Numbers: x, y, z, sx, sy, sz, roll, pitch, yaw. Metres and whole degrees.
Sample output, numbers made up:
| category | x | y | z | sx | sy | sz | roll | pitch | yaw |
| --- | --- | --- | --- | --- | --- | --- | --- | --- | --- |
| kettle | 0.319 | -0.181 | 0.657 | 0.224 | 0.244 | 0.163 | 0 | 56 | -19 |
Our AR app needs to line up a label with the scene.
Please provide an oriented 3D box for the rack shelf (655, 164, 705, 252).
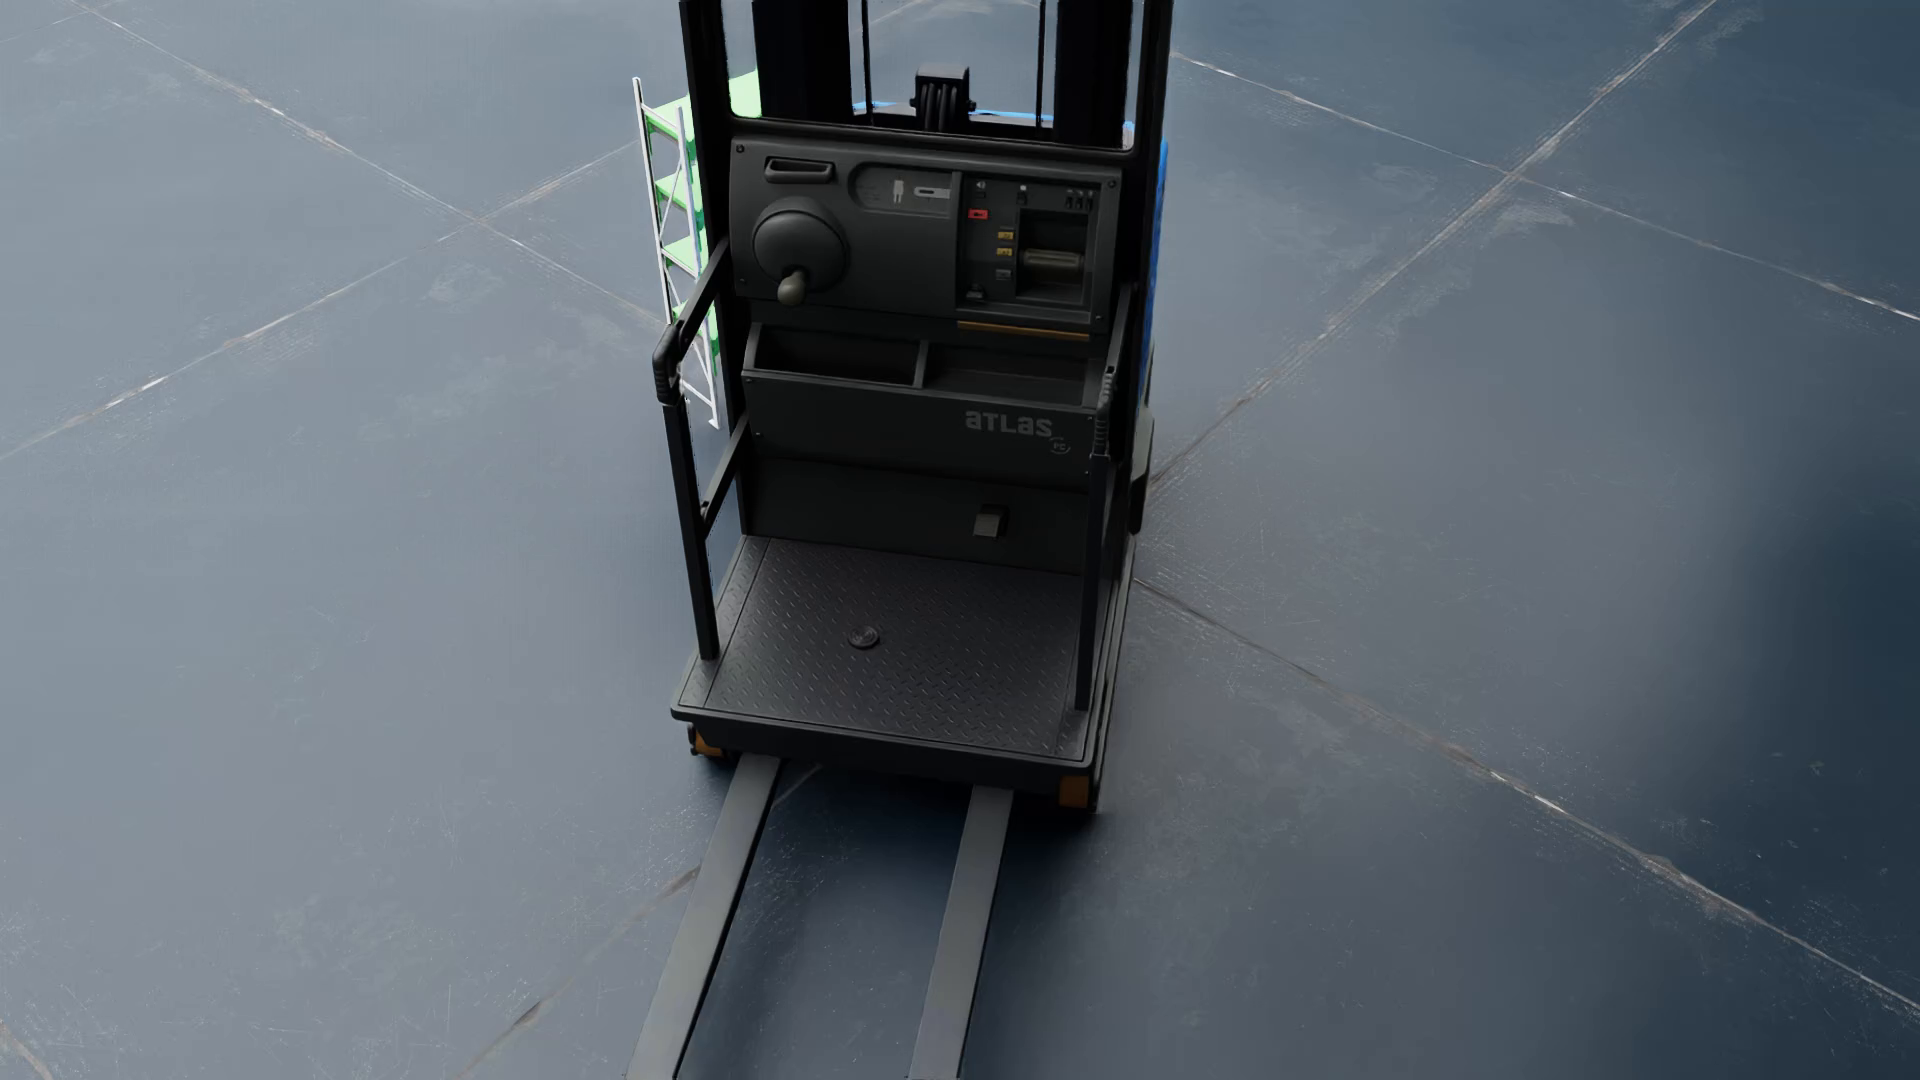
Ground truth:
| category | x | y | z | sx | sy | sz | roll | pitch | yaw |
| --- | --- | --- | --- | --- | --- | --- | --- | --- | --- |
| rack shelf | -0.715 | -1.123 | 5.331 | 0.480 | 0.148 | 0.258 | -31 | 51 | -29 |

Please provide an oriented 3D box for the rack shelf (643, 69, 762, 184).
| category | x | y | z | sx | sy | sz | roll | pitch | yaw |
| --- | --- | --- | --- | --- | --- | --- | --- | --- | --- |
| rack shelf | -0.715 | -1.300 | 5.170 | 0.480 | 0.148 | 0.258 | -31 | 51 | -29 |

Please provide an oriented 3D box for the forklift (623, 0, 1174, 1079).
| category | x | y | z | sx | sy | sz | roll | pitch | yaw |
| --- | --- | --- | --- | --- | --- | --- | --- | --- | --- |
| forklift | -0.126 | -0.637 | 3.771 | 1.130 | 2.935 | 3.031 | 7 | 43 | 8 |

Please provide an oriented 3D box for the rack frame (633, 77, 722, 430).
| category | x | y | z | sx | sy | sz | roll | pitch | yaw |
| --- | --- | --- | --- | --- | --- | --- | --- | --- | --- |
| rack frame | -0.898 | -0.883 | 5.330 | 0.015 | 1.200 | 0.240 | -31 | 51 | -29 |

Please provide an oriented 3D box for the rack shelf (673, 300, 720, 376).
| category | x | y | z | sx | sy | sz | roll | pitch | yaw |
| --- | --- | --- | --- | --- | --- | --- | --- | --- | --- |
| rack shelf | -0.715 | -0.767 | 5.654 | 0.480 | 0.148 | 0.258 | -31 | 51 | -29 |

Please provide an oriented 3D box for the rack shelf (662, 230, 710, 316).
| category | x | y | z | sx | sy | sz | roll | pitch | yaw |
| --- | --- | --- | --- | --- | --- | --- | --- | --- | --- |
| rack shelf | -0.715 | -0.945 | 5.492 | 0.480 | 0.148 | 0.258 | -31 | 51 | -29 |

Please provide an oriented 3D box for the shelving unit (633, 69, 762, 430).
| category | x | y | z | sx | sy | sz | roll | pitch | yaw |
| --- | --- | --- | --- | --- | --- | --- | --- | --- | --- |
| shelving unit | -0.715 | -0.992 | 5.449 | 0.503 | 1.200 | 0.258 | -31 | 51 | -29 |
